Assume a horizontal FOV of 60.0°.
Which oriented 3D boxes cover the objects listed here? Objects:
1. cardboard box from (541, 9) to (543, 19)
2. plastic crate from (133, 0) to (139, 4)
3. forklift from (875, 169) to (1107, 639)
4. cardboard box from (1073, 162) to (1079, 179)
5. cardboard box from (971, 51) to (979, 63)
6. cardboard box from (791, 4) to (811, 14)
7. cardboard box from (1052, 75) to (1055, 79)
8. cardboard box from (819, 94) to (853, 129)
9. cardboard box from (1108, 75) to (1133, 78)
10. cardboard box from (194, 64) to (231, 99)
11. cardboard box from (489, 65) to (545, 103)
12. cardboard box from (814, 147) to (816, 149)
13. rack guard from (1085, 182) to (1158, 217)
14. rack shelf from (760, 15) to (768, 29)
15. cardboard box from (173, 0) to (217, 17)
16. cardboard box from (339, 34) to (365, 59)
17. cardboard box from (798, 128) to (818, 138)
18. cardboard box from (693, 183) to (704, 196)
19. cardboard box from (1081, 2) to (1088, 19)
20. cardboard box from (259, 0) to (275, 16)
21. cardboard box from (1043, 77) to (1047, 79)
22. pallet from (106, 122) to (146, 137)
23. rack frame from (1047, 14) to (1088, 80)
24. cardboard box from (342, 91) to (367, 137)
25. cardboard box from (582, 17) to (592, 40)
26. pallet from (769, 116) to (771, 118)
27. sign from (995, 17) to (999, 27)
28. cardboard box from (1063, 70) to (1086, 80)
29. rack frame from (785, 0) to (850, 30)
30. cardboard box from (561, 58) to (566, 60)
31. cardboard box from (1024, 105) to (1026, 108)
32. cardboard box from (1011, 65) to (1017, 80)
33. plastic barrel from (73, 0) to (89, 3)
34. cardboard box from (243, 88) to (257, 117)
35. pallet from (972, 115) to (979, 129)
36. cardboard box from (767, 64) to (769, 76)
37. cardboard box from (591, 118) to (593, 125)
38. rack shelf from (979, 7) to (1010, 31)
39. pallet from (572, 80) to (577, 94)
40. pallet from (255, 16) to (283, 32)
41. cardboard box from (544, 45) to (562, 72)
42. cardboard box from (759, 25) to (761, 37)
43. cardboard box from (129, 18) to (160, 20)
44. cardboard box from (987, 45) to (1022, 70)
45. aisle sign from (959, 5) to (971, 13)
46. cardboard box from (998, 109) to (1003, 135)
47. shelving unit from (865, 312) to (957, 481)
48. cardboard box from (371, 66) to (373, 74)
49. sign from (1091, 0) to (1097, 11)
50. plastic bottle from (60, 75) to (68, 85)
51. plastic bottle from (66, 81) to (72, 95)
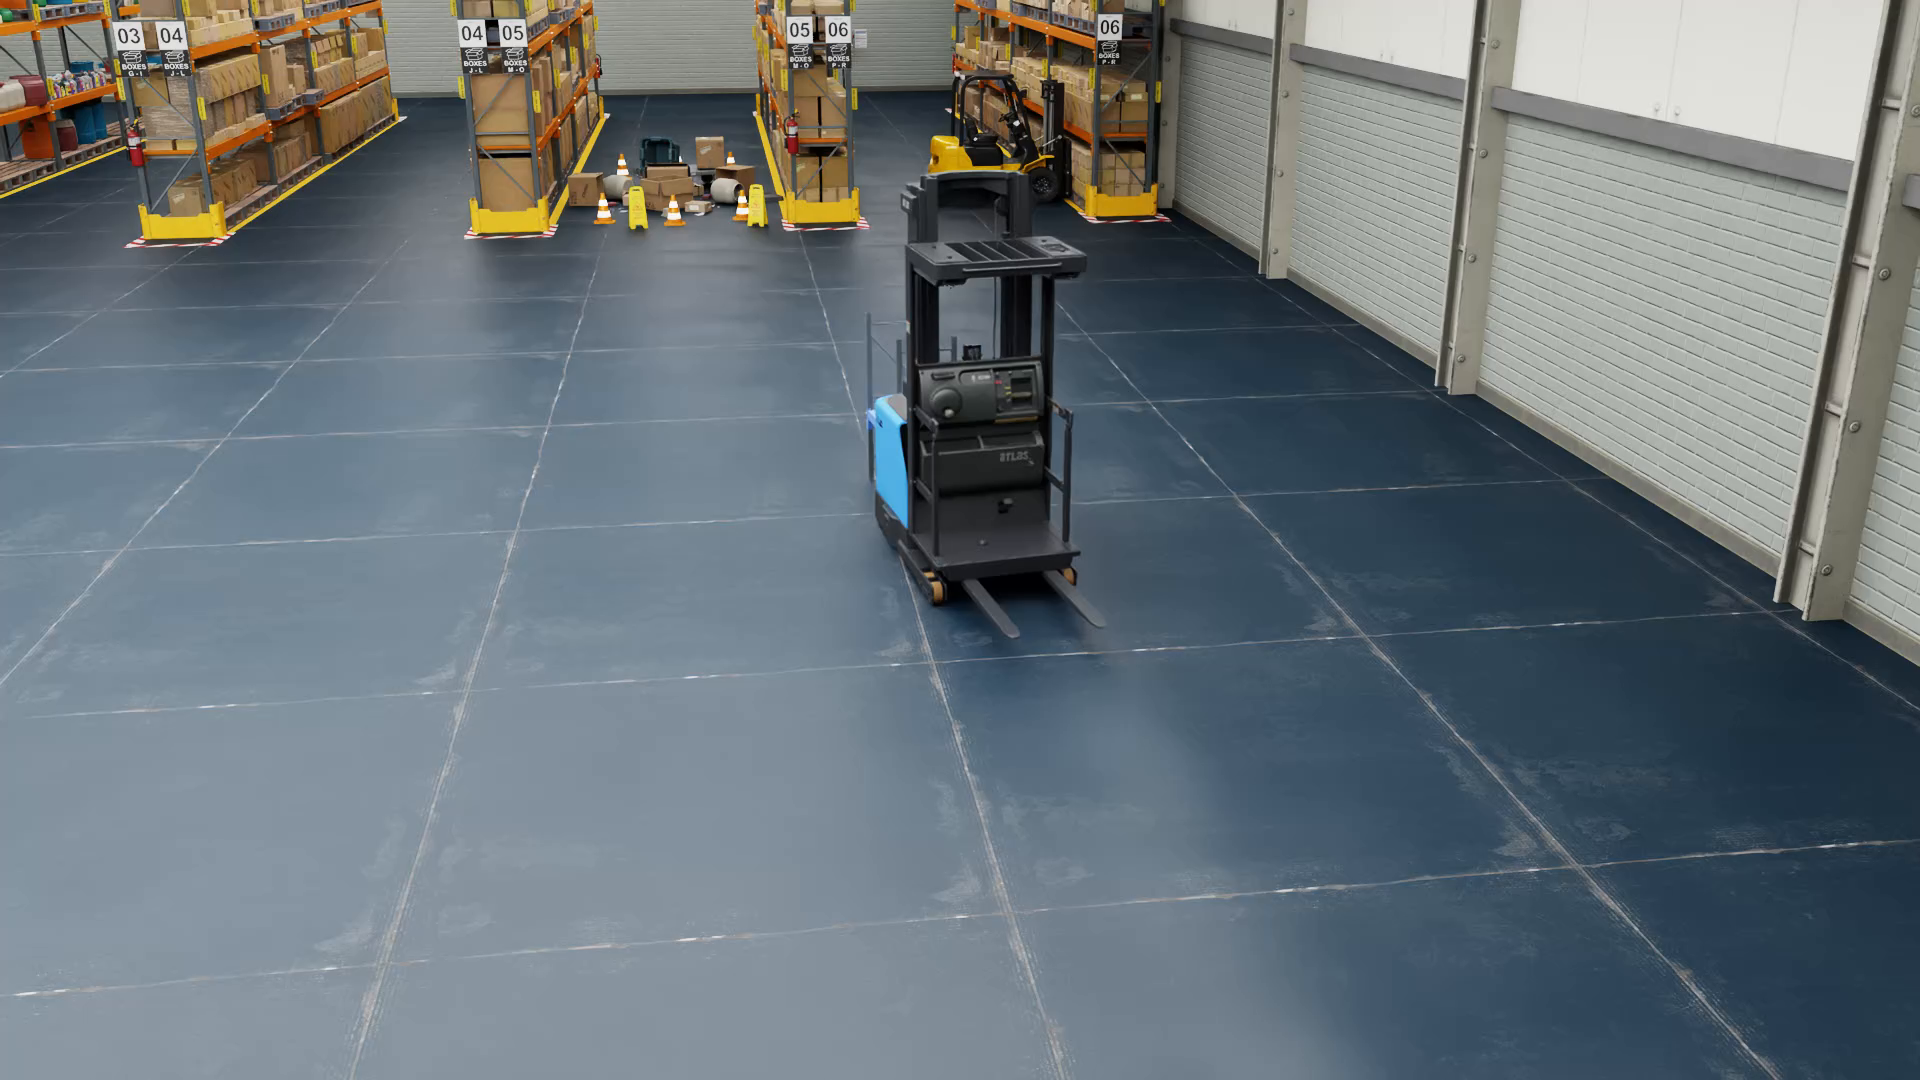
[{"bbox_3d":[-7.171,-8.775,27.751,0.380,0.149,0.250,-3,21,-7],"label":"cardboard box"},{"bbox_3d":[-18.816,-12.374,38.075,0.450,0.188,0.336,-3,21,-8],"label":"plastic crate"},{"bbox_3d":[0.222,-1.066,11.880,1.130,2.935,3.031,-6,21,-16],"label":"forklift"},{"bbox_3d":[2.244,-6.326,28.482,0.500,0.250,0.500,-3,21,-8],"label":"cardboard box"},{"bbox_3d":[0.554,-11.417,39.287,0.500,0.250,0.500,-3,21,-8],"label":"cardboard box"},{"bbox_3d":[-2.566,-8.459,26.511,0.380,0.149,0.250,-3,21,-7],"label":"cardboard box"},{"bbox_3d":[1.894,-8.469,30.533,0.380,0.149,0.250,-3,21,-9],"label":"cardboard box"},{"bbox_3d":[-2.020,-6.969,27.020,0.500,0.500,0.500,-3,21,-9],"label":"cardboard box"},{"bbox_3d":[2.768,-7.929,28.663,0.380,0.149,0.250,-3,21,-9],"label":"cardboard box"},{"bbox_3d":[-11.981,-7.310,26.505,0.500,0.500,0.500,-3,21,-8],"label":"cardboard box"},{"bbox_3d":[-7.242,-7.413,27.020,0.875,0.550,0.550,-3,21,-8],"label":"cardboard box"},{"bbox_3d":[-2.302,-6.706,29.141,0.500,0.500,0.500,-2,21,-5],"label":"cardboard box"},{"bbox_3d":[2.689,-5.677,27.702,1.175,0.500,0.348,-3,21,-8],"label":"rack guard"},{"bbox_3d":[-3.668,-11.135,35.484,1.077,0.370,4.000,-3,21,-8],"label":"rack shelf"},{"bbox_3d":[-11.979,-8.458,26.006,0.500,0.500,0.500,-3,21,-8],"label":"cardboard box"},{"bbox_3d":[-13.642,-11.030,37.178,0.500,0.500,0.500,-3,21,-8],"label":"cardboard box"},{"bbox_3d":[-2.492,-6.606,26.975,0.380,0.149,0.250,-2,21,-6],"label":"cardboard box"},{"bbox_3d":[-4.809,-6.319,29.755,0.396,0.266,0.258,17,27,39],"label":"cardboard box"},{"bbox_3d":[2.229,-8.802,27.657,0.396,0.266,0.258,-3,21,-8],"label":"cardboard box"},{"bbox_3d":[-12.716,-9.634,29.689,0.797,0.503,0.637,-2,21,-6],"label":"cardboard box"},{"bbox_3d":[1.784,-8.788,31.387,0.380,0.149,0.250,-3,21,-9],"label":"cardboard box"},{"bbox_3d":[-18.987,-9.380,38.028,1.003,0.211,1.213,-3,21,-8],"label":"pallet"},{"bbox_3d":[2.109,-8.241,30.995,1.000,3.000,0.127,-3,21,-8],"label":"rack frame"},{"bbox_3d":[-13.650,-9.241,36.107,1.225,0.875,0.875,-3,21,-8],"label":"cardboard box"},{"bbox_3d":[-8.947,-12.014,39.098,0.500,0.500,0.500,-2,21,-5],"label":"cardboard box"},{"bbox_3d":[-4.167,-10.144,40.074,1.003,0.211,1.213,-3,21,-8],"label":"pallet"},{"bbox_3d":[0.931,-13.108,41.918,0.100,0.325,0.005,-3,21,-8],"label":"sign"},{"bbox_3d":[2.033,-8.250,29.521,0.380,0.149,0.250,-3,21,-9],"label":"cardboard box"},{"bbox_3d":[-2.226,-9.415,25.563,1.000,3.000,0.127,-3,21,-8],"label":"rack frame"},{"bbox_3d":[-8.179,-9.711,33.837,0.380,0.149,0.250,-3,21,-9],"label":"cardboard box"},{"bbox_3d":[1.605,-9.514,36.449,0.380,0.149,0.250,-3,21,-9],"label":"cardboard box"},{"bbox_3d":[1.329,-9.623,34.194,0.500,0.250,0.500,-3,21,-8],"label":"cardboard box"},{"bbox_3d":[-18.331,-11.394,34.280,0.600,0.588,0.600,0,20,0],"label":"plastic barrel"},{"bbox_3d":[-12.606,-7.517,28.488,0.875,0.500,0.500,-3,21,-8],"label":"cardboard box"},{"bbox_3d":[0.857,-9.943,39.536,1.003,0.211,1.213,-3,21,-8],"label":"pallet"},{"bbox_3d":[-3.778,-9.871,34.857,0.500,0.250,0.500,-3,21,-9],"label":"cardboard box"},{"bbox_3d":[-8.613,-9.571,38.028,0.380,0.149,0.250,-2,21,-6],"label":"cardboard box"},{"bbox_3d":[1.244,-11.387,36.158,1.077,0.370,4.000,-3,21,-8],"label":"rack shelf"},{"bbox_3d":[-8.471,-9.242,33.947,1.213,0.211,1.003,-3,21,-8],"label":"pallet"},{"bbox_3d":[-12.593,-9.026,29.078,1.213,0.211,1.003,-3,21,-8],"label":"pallet"},{"bbox_3d":[-8.208,-9.449,32.657,0.700,0.500,0.500,-3,21,-8],"label":"cardboard box"},{"bbox_3d":[-4.445,-11.776,38.887,0.500,0.500,0.500,-3,21,-7],"label":"cardboard box"},{"bbox_3d":[-12.451,-7.892,25.418,0.380,0.149,0.250,-4,21,-10],"label":"cardboard box"},{"bbox_3d":[0.992,-10.625,36.634,0.700,0.500,0.500,-3,21,-8],"label":"cardboard box"},{"bbox_3d":[0.078,-13.623,41.688,0.394,0.787,0.004,-3,21,-8],"label":"aisle sign"},{"bbox_3d":[1.118,-9.143,36.380,0.500,0.500,0.500,-2,21,-5],"label":"cardboard box"},{"bbox_3d":[-0.416,-1.078,13.960,0.538,1.500,1.048,-6,21,-16],"label":"shelving unit"},{"bbox_3d":[-13.702,-10.801,38.207,0.380,0.149,0.250,-4,21,-9],"label":"cardboard box"},{"bbox_3d":[2.146,-8.617,26.561,0.100,0.325,0.005,-3,21,-8],"label":"sign"},{"bbox_3d":[-18.180,-9.250,33.764,0.144,0.351,0.185,-3,21,-8],"label":"plastic bottle"},{"bbox_3d":[-17.952,-9.092,33.457,0.097,0.271,0.097,0,20,0],"label":"plastic bottle"}]
